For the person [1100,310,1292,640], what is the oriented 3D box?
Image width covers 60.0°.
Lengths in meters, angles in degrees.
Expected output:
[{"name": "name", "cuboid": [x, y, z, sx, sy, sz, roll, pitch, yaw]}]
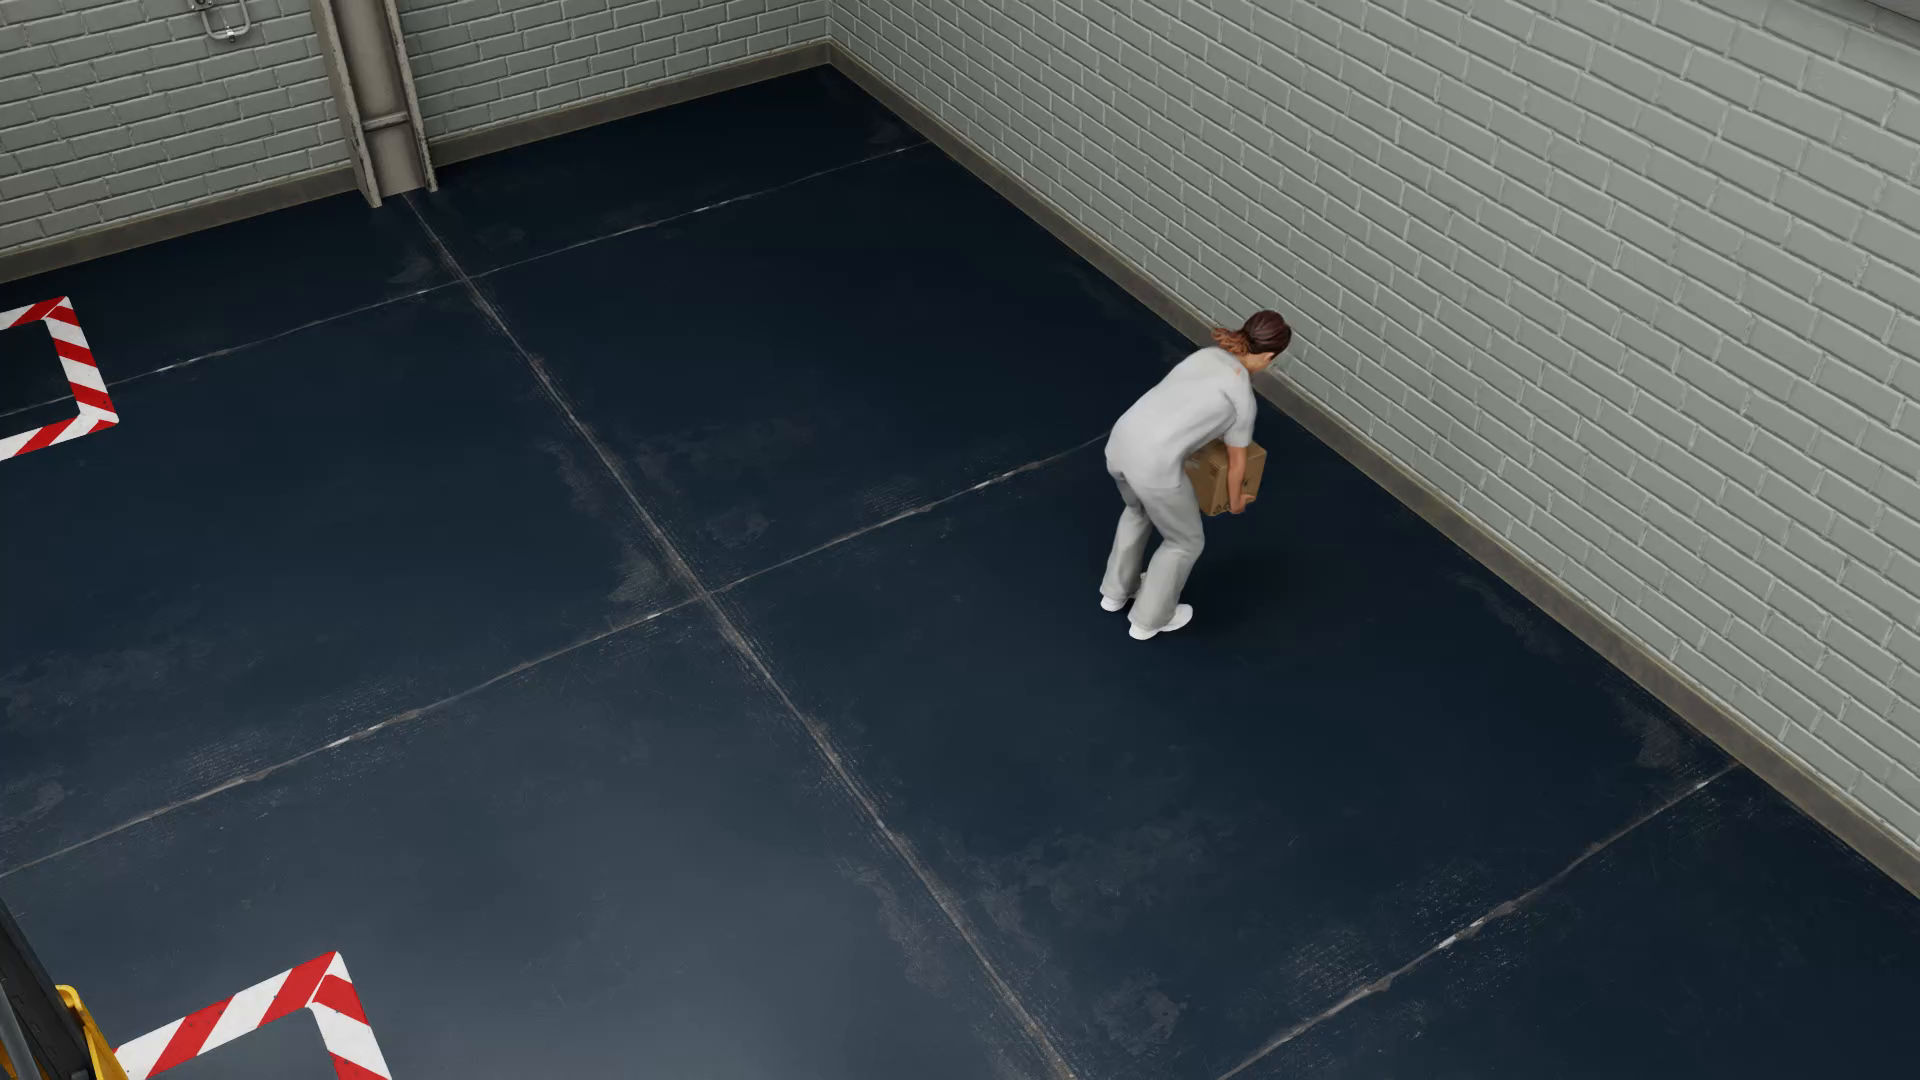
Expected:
[{"name": "person", "cuboid": [0.953, -0.265, 6.743, 0.812, 1.315, 0.410, -24, 46, -25]}]
